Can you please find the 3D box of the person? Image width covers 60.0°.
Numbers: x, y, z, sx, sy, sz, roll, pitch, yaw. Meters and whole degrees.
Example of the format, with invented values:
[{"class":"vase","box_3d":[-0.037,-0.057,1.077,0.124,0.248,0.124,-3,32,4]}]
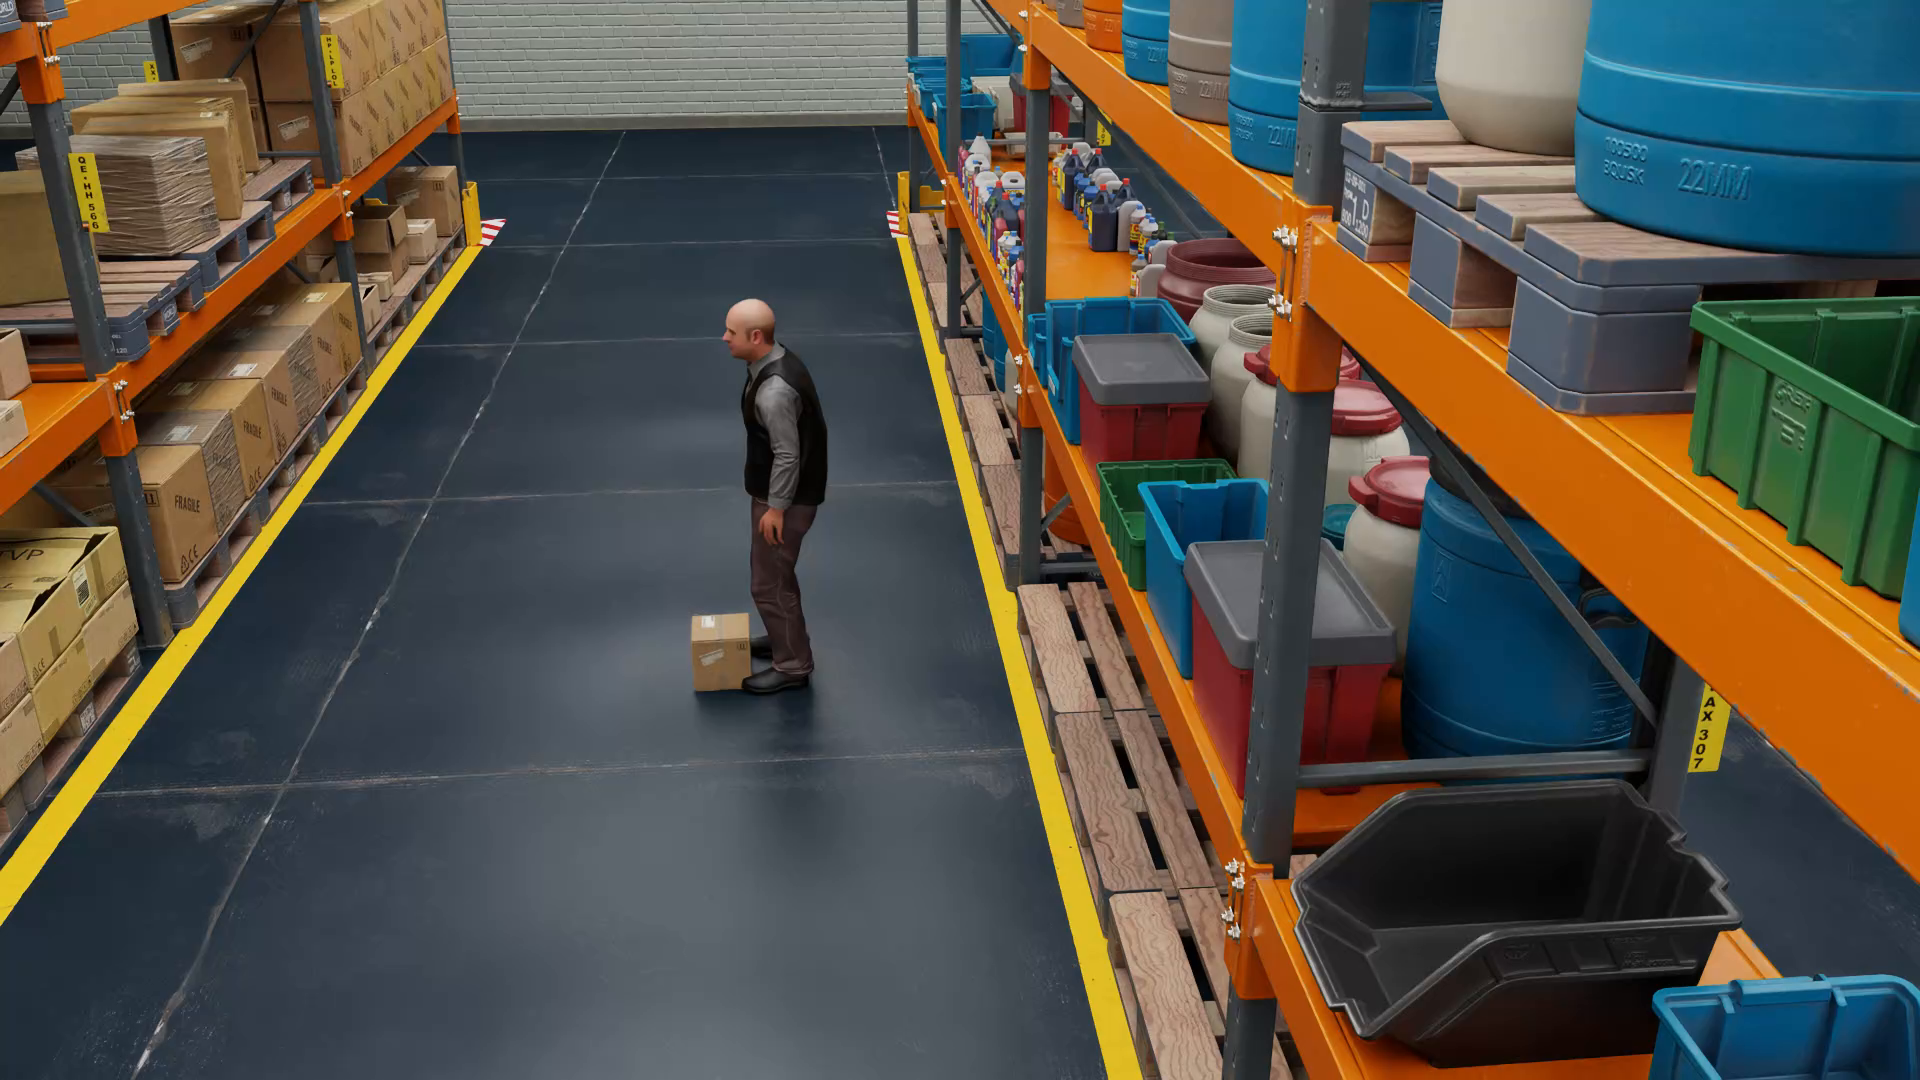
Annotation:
[{"class":"person","box_3d":[-0.767,-0.193,7.075,0.420,1.719,0.579,-3,24,-8]}]
